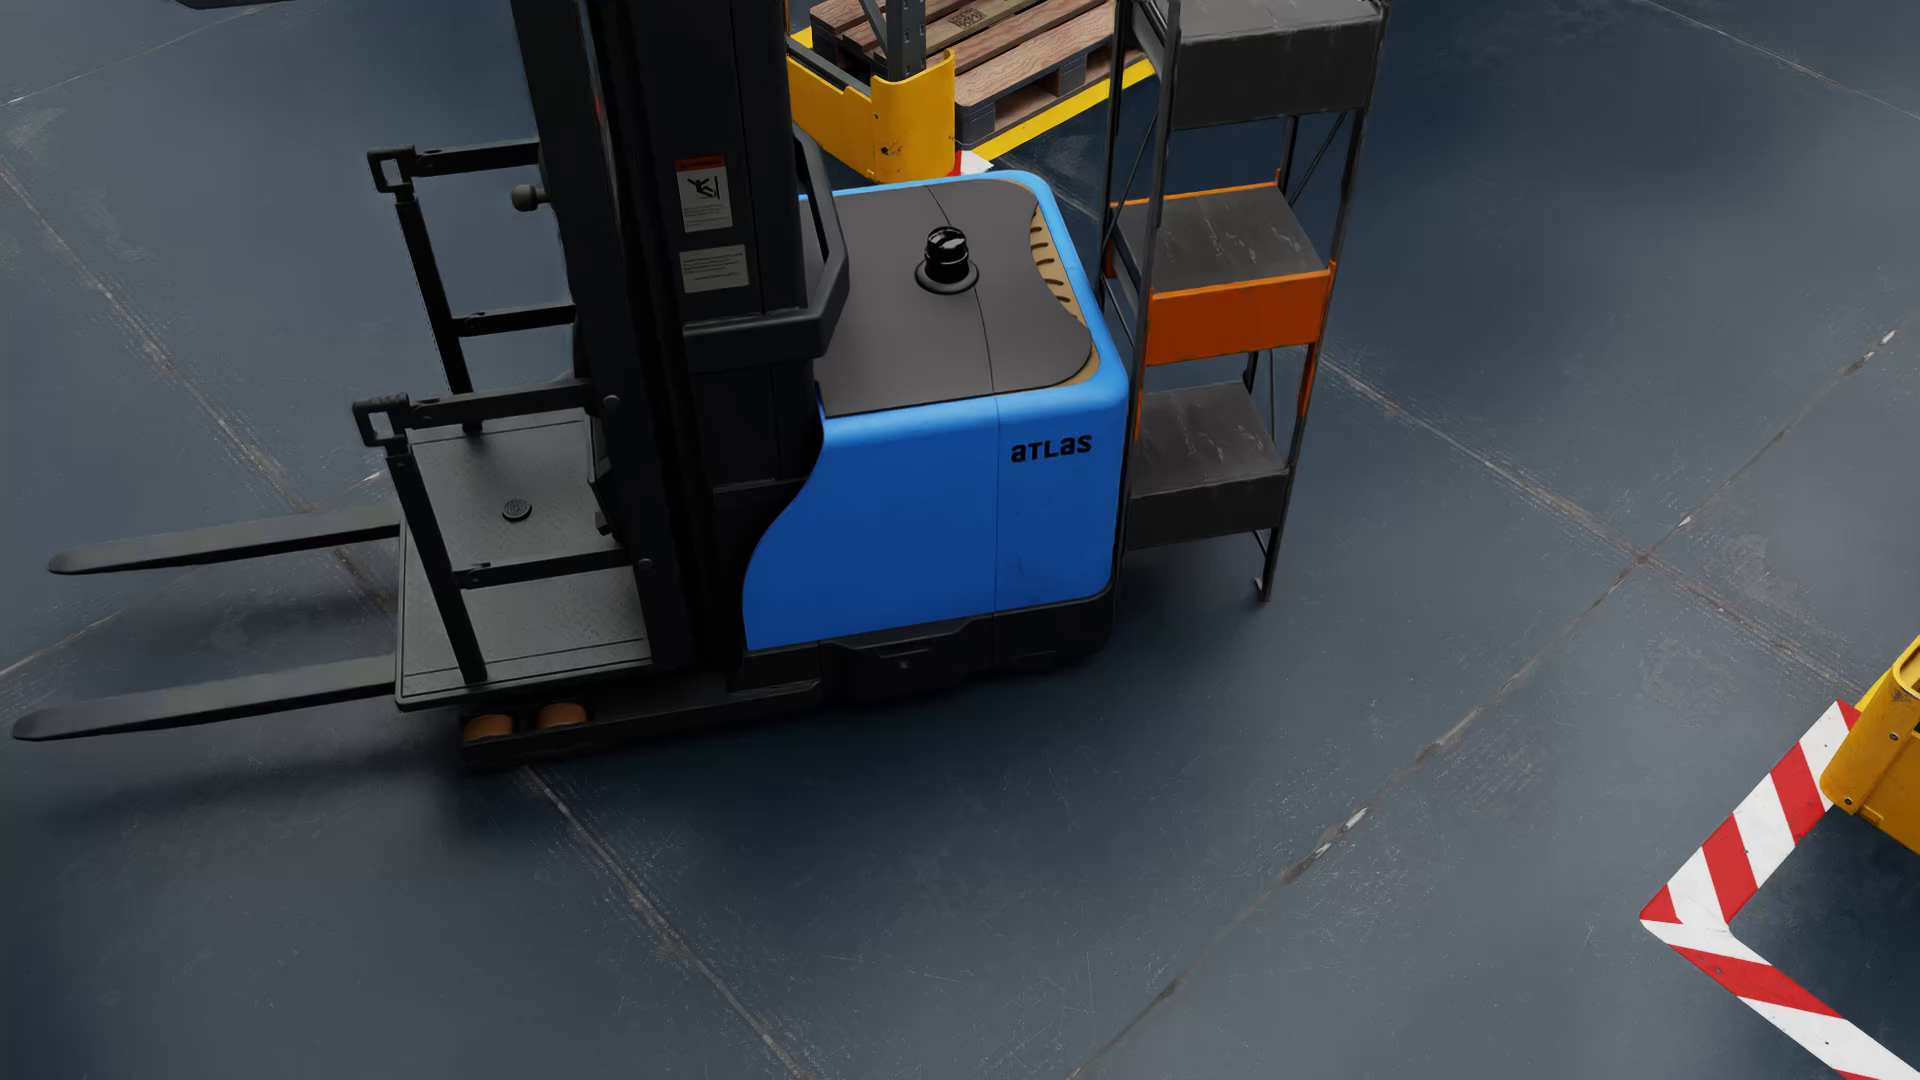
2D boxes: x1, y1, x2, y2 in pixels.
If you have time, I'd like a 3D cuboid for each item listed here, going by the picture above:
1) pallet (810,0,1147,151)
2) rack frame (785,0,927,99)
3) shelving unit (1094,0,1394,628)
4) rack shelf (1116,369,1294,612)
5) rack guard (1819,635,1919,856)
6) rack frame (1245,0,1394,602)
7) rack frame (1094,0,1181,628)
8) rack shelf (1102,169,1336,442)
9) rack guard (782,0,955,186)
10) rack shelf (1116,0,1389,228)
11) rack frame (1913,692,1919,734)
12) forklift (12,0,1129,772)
[{"bbox_3d":[0.131,-2.196,7.133,1.213,0.211,1.003,-34,56,-27],"label":"pallet"},{"bbox_3d":[-0.505,-2.755,5.751,0.127,3.000,1.000,-34,56,-27],"label":"rack frame"},{"bbox_3d":[0.655,-0.630,4.402,0.503,2.100,0.431,-9,48,-8],"label":"shelving unit"},{"bbox_3d":[0.655,-0.146,4.927,0.480,0.518,0.431,-9,48,-8],"label":"rack shelf"},{"bbox_3d":[2.880,0.750,4.218,0.348,0.500,1.175,-34,56,-27],"label":"rack guard"},{"bbox_3d":[0.893,-0.668,4.437,0.015,2.100,0.400,-9,48,-8],"label":"rack frame"},{"bbox_3d":[0.416,-0.592,4.367,0.015,2.100,0.400,-9,48,-8],"label":"rack frame"},{"bbox_3d":[0.655,-0.620,4.412,0.480,0.518,0.431,-9,48,-8],"label":"rack shelf"},{"bbox_3d":[-0.514,-1.889,6.653,0.348,0.500,1.175,-34,56,-27],"label":"rack guard"},{"bbox_3d":[0.655,-1.095,3.898,0.480,0.518,0.431,-9,48,-8],"label":"rack shelf"},{"bbox_3d":[2.824,-0.060,3.264,0.127,3.000,1.000,-34,56,-27],"label":"rack frame"},{"bbox_3d":[-1.127,-0.779,3.974,3.031,2.935,1.130,-9,48,-8],"label":"forklift"}]
